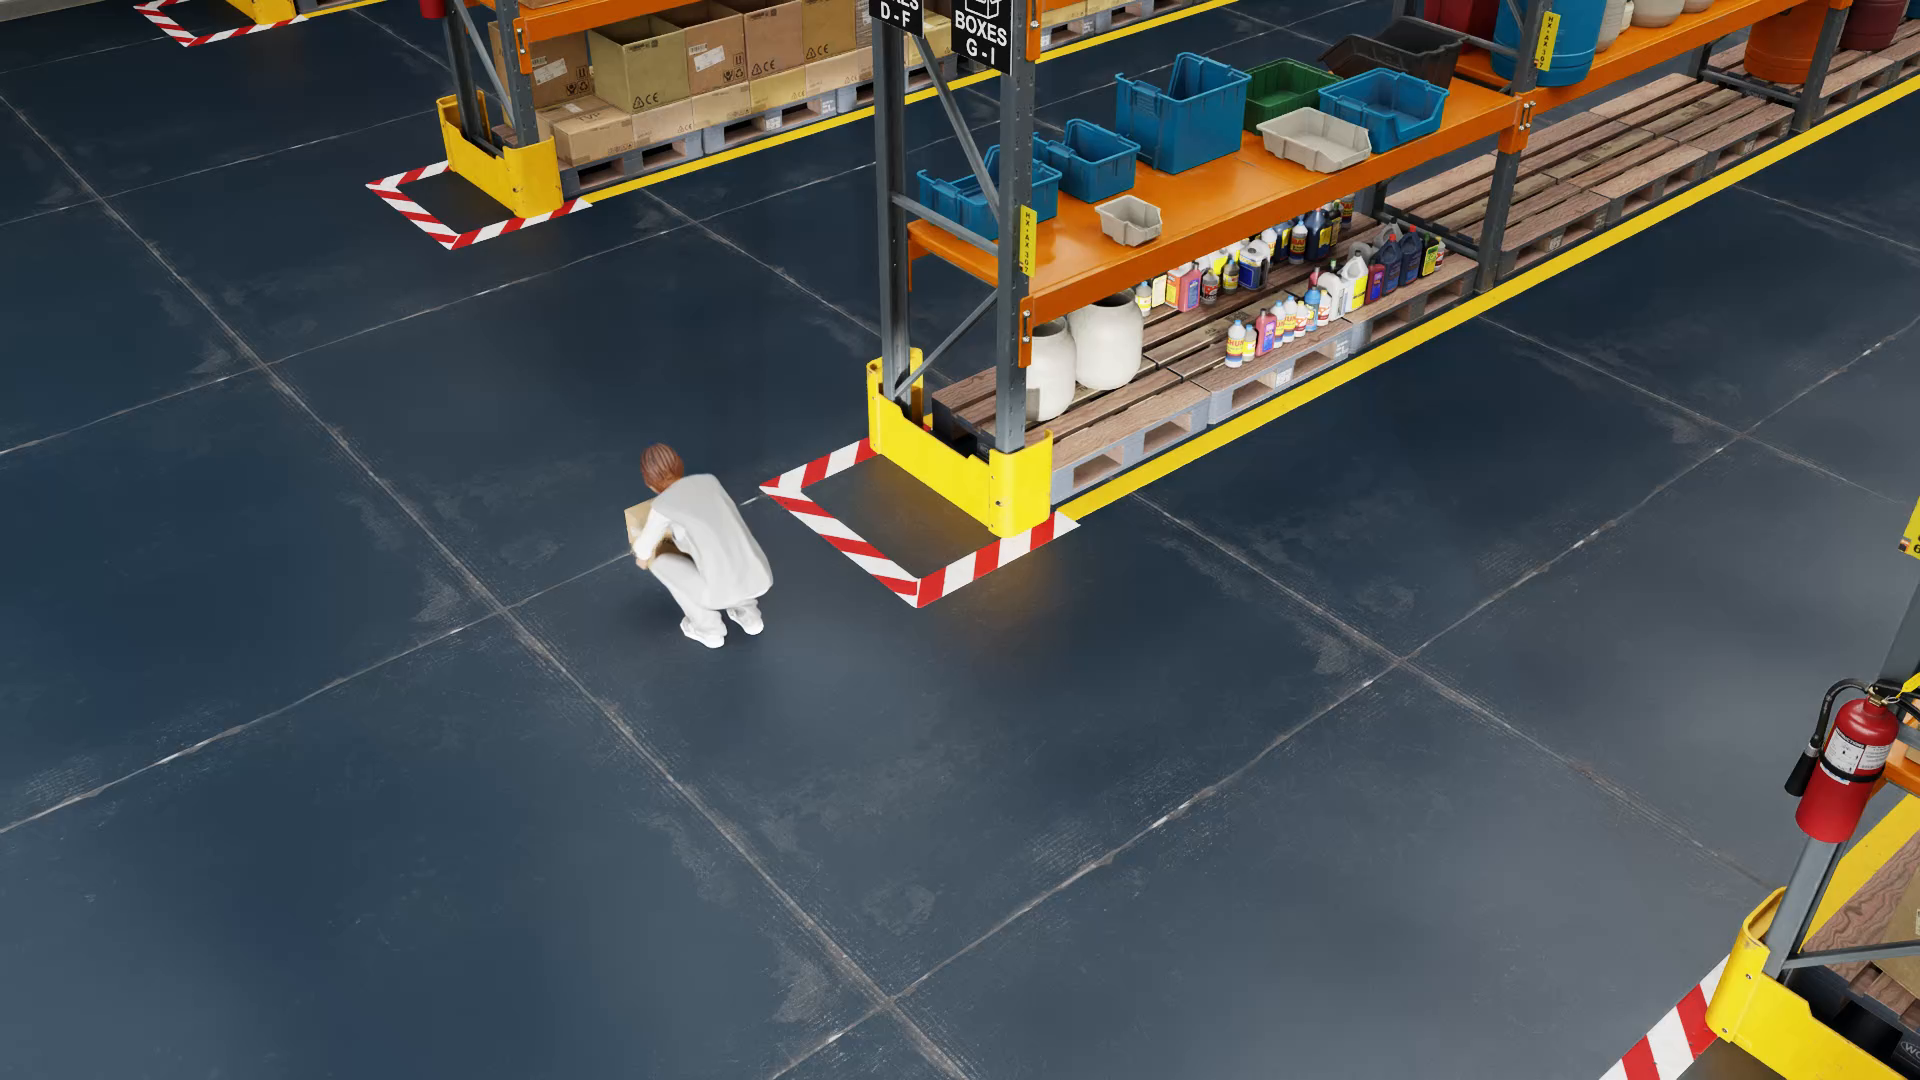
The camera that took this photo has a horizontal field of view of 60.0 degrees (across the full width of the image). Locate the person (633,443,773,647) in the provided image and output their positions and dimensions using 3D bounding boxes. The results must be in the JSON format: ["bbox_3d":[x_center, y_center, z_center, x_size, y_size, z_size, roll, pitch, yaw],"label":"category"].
[{"bbox_3d":[-1.196,0.063,7.683,0.467,0.792,0.797,-27,44,-31],"label":"person"}]
